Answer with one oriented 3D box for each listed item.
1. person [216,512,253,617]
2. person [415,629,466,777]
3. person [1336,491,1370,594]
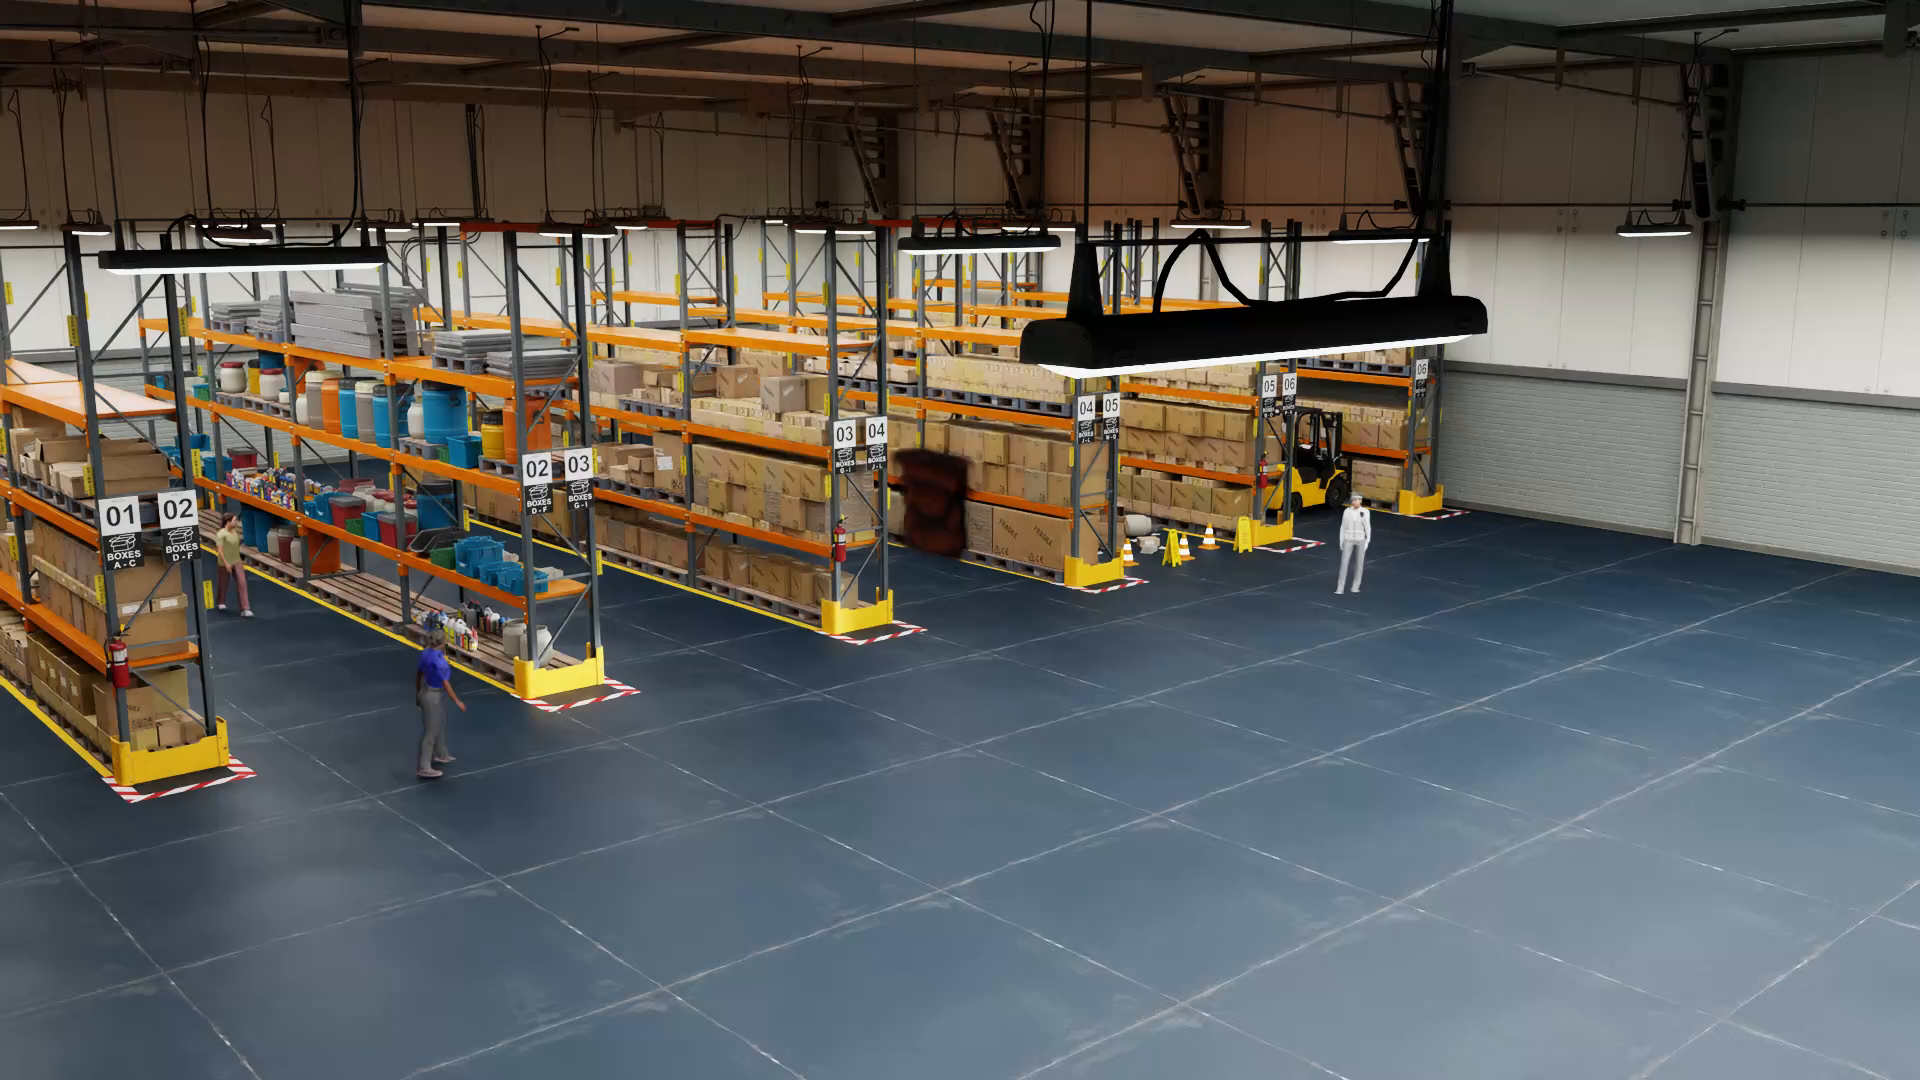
[{"bbox_3d":[-11.388,0.367,25.921,0.396,1.621,1.030,-10,15,-40],"label":"person"},{"bbox_3d":[-5.940,1.829,18.799,0.577,1.663,0.599,-7,13,-31],"label":"person"},{"bbox_3d":[6.494,0.040,27.423,0.490,1.700,0.528,4,12,20],"label":"person"}]
